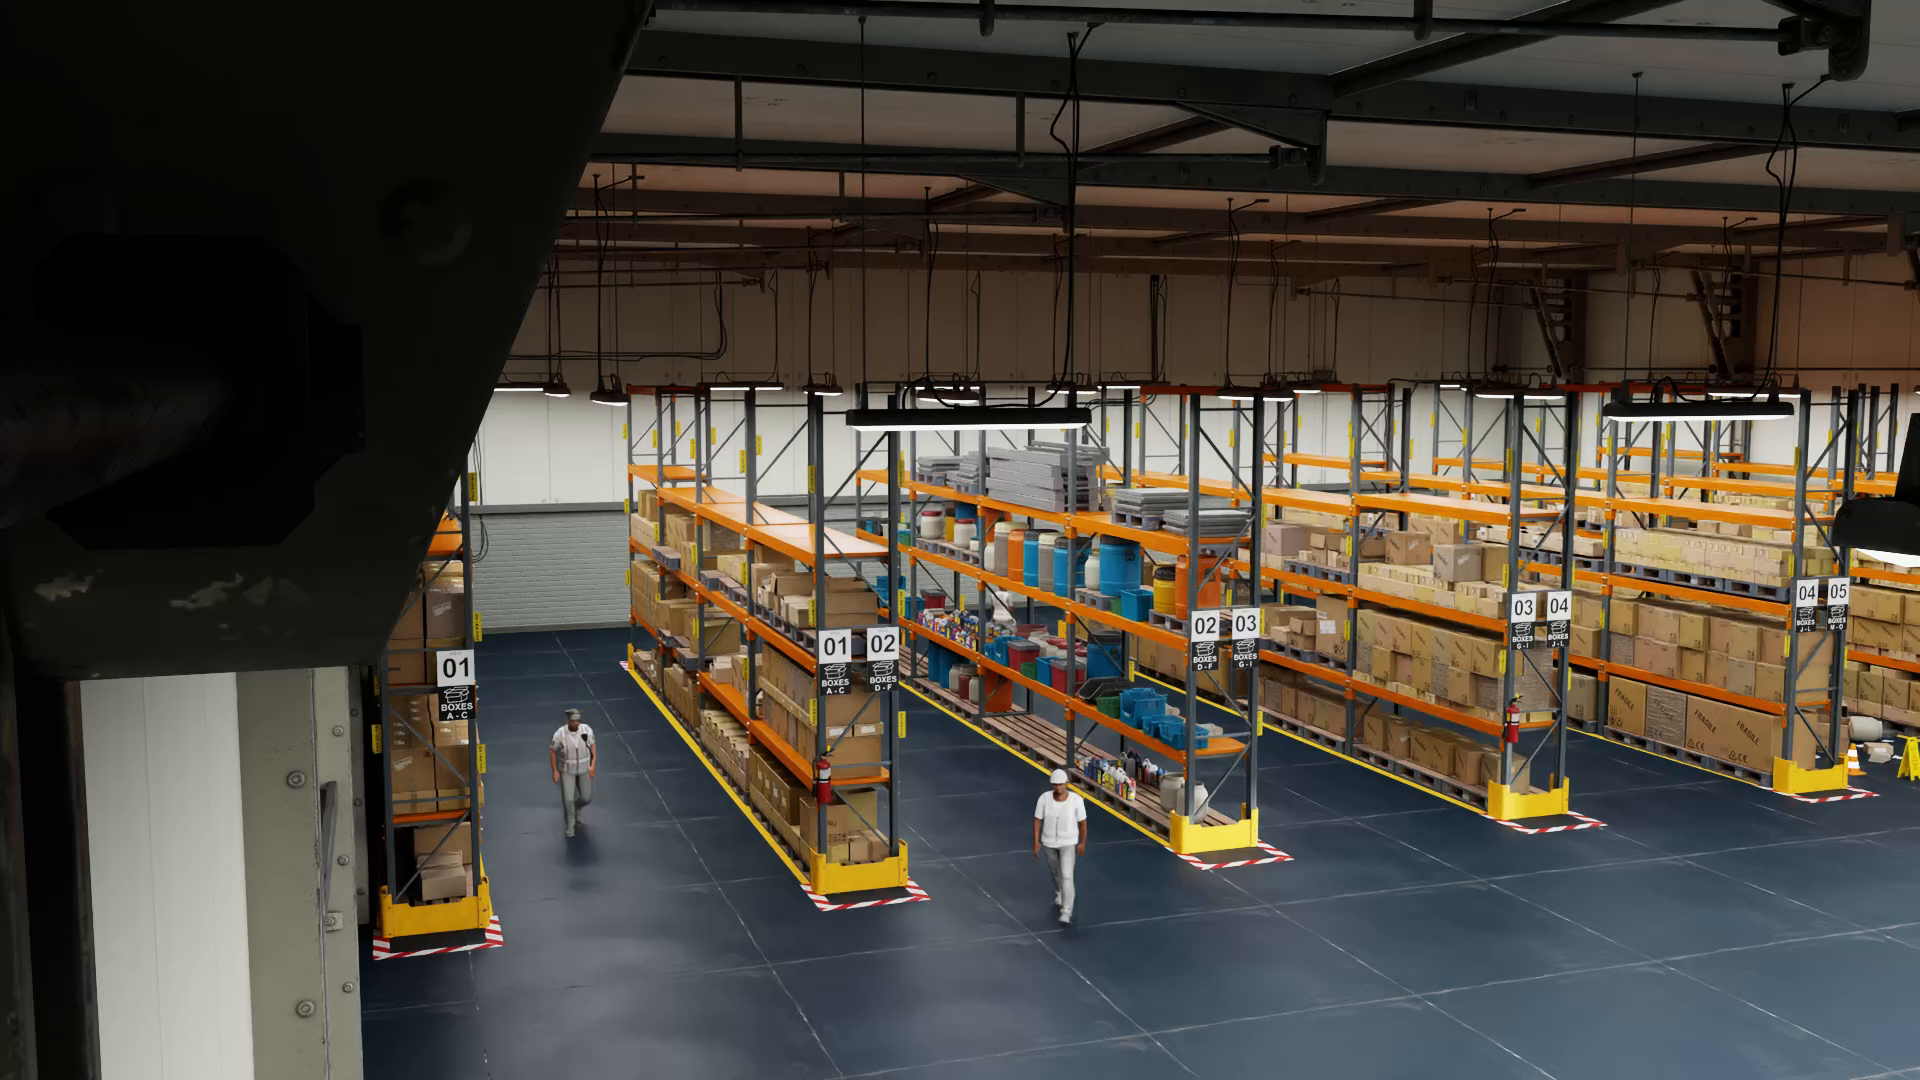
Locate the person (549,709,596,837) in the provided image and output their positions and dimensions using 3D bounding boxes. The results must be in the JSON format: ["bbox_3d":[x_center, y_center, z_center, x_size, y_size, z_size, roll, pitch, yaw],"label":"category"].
[{"bbox_3d":[-5.299,3.132,22.747,0.624,1.741,0.659,-3,6,-24],"label":"person"}]

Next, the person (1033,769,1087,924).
[{"bbox_3d":[1.129,3.486,19.155,0.581,1.694,1.105,2,6,21],"label":"person"}]

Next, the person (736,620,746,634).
[{"bbox_3d":[-5.132,1.407,39.608,0.579,1.647,0.486,2,6,22],"label":"person"}]

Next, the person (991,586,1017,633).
[{"bbox_3d":[0.910,1.719,35.944,0.608,1.782,0.461,4,7,37],"label":"person"}]
